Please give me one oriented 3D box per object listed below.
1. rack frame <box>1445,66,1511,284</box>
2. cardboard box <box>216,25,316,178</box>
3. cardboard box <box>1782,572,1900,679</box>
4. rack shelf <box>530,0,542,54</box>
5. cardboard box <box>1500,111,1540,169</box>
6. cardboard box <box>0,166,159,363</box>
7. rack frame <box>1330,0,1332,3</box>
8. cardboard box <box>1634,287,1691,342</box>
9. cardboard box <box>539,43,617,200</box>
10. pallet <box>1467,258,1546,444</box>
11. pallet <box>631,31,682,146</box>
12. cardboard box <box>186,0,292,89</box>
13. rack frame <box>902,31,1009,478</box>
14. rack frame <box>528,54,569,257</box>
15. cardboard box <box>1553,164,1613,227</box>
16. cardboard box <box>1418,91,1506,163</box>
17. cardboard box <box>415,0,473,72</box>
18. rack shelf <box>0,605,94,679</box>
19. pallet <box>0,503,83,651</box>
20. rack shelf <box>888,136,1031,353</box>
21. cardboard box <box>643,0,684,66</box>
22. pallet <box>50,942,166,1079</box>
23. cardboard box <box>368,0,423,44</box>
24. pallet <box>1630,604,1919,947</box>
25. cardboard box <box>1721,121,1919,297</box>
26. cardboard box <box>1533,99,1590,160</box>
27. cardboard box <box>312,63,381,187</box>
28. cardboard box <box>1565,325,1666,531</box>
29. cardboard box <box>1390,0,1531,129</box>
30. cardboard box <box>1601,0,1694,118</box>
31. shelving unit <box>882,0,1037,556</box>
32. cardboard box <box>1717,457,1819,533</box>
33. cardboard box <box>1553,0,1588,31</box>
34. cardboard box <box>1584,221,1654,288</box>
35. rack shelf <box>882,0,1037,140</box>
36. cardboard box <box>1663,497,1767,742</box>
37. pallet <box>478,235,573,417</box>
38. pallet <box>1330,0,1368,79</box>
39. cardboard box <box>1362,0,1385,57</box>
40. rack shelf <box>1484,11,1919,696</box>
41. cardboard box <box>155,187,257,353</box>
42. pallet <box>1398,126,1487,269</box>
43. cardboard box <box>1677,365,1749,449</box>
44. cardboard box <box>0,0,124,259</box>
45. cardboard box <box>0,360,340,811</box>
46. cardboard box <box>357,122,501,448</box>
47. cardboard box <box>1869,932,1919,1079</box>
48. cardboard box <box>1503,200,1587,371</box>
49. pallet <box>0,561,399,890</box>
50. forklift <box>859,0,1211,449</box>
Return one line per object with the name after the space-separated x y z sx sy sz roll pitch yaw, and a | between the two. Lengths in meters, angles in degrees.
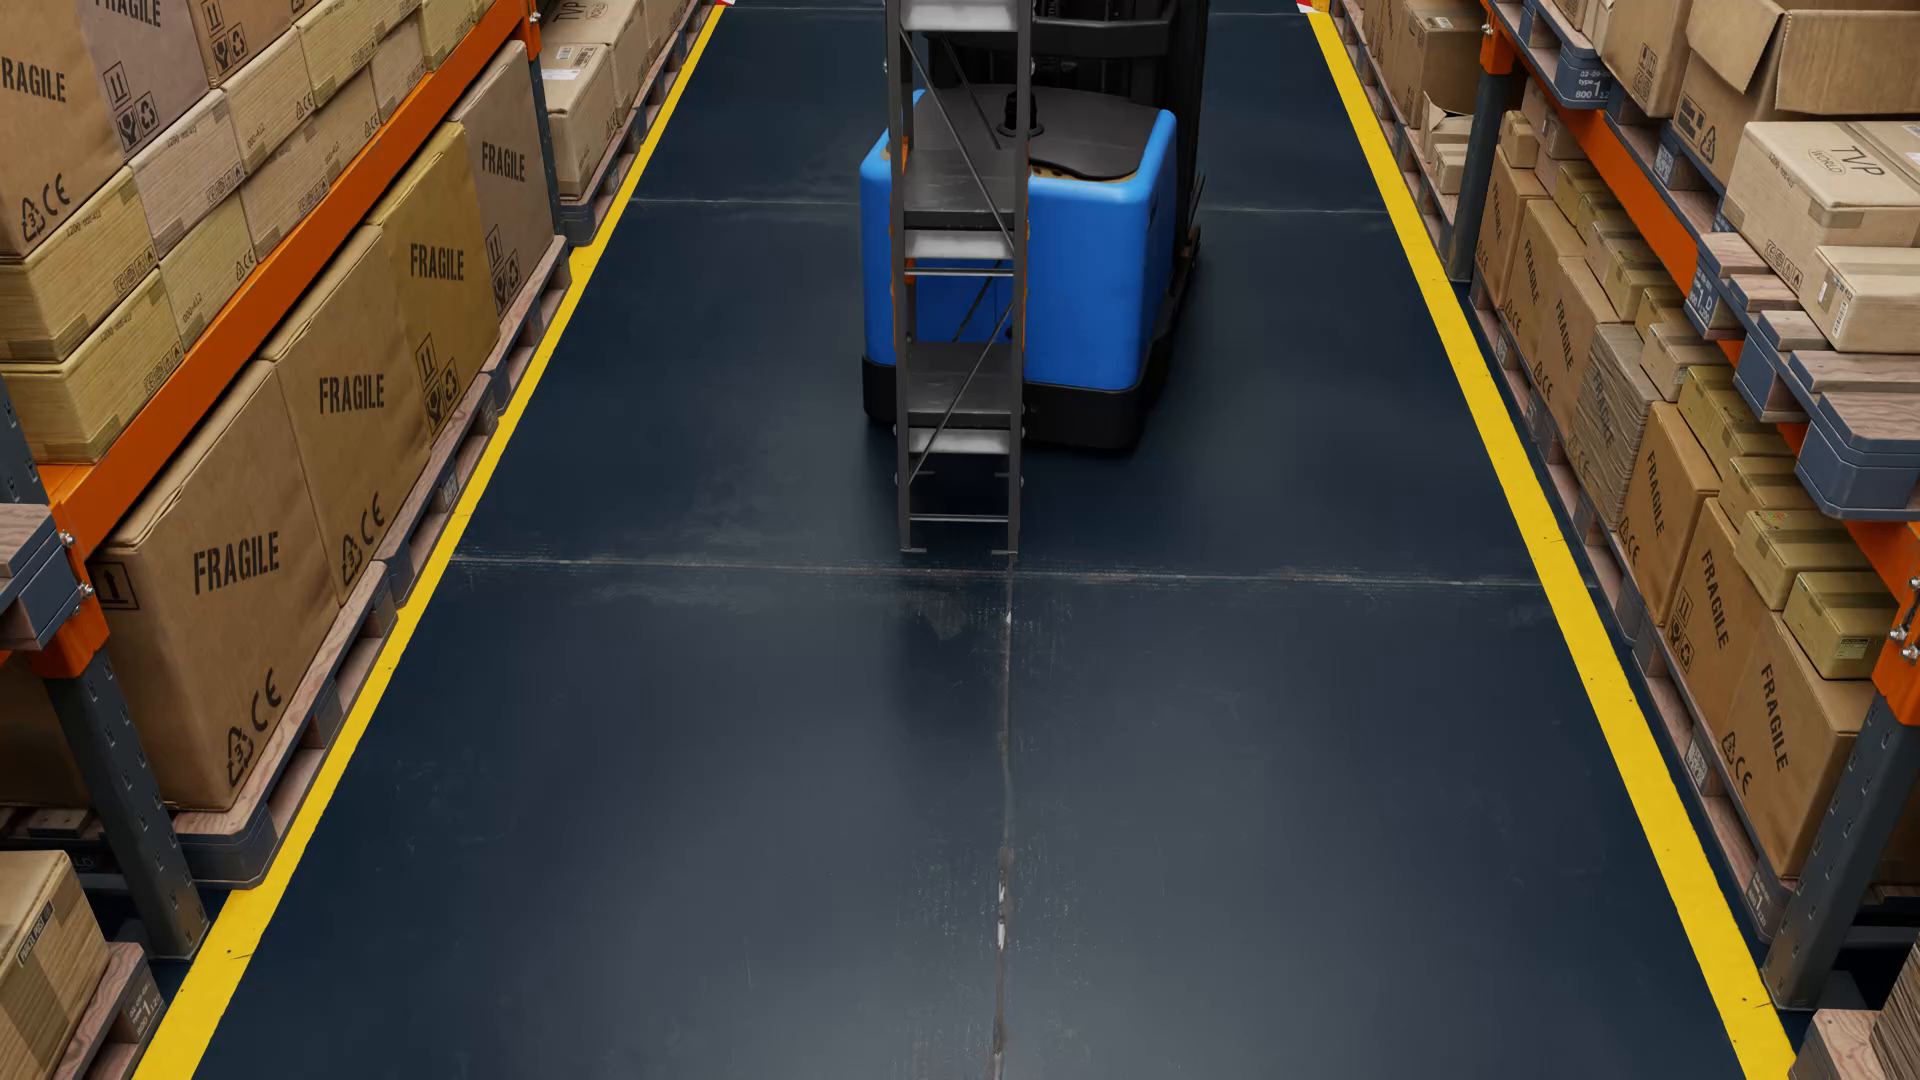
2.673 -2.386 6.536 1.000 3.000 0.127 1 35 2 | rack frame
-2.127 -1.212 4.562 0.500 0.250 0.500 1 35 2 | cardboard box
2.279 0.208 4.090 0.380 0.149 0.250 0 35 0 | cardboard box
-2.207 -3.353 8.538 1.077 0.370 4.000 1 35 2 | rack shelf
2.392 -1.601 6.663 0.380 0.149 0.250 3 35 4 | cardboard box
-2.181 -0.629 3.732 0.500 0.250 0.500 1 35 2 | cardboard box
2.833 -4.684 9.806 1.000 3.000 0.127 1 35 2 | rack frame
2.421 -0.693 5.372 0.380 0.149 0.250 1 35 2 | cardboard box
-2.155 -1.980 7.822 0.875 0.438 0.875 1 35 1 | cardboard box
2.678 -0.777 6.672 1.003 0.211 1.213 1 35 2 | pallet
-2.132 -2.496 9.117 1.003 0.211 1.213 1 35 2 | pallet
-2.137 -1.510 4.334 0.500 0.500 0.500 2 35 3 | cardboard box
0.016 -1.094 5.481 0.400 2.100 0.015 1 35 2 | rack frame
-2.287 -2.499 6.697 1.000 3.000 0.127 1 35 2 | rack frame
2.460 -1.292 6.224 0.380 0.149 0.250 0 35 -1 | cardboard box
2.416 -1.971 7.959 0.396 0.266 0.258 3 35 4 | cardboard box
-2.075 -1.881 5.948 0.500 0.250 0.500 1 35 1 | cardboard box
-2.528 1.243 1.998 1.077 0.370 4.000 1 35 2 | rack shelf
-2.370 0.290 2.896 1.213 0.211 1.003 1 35 2 | pallet
0.007 -0.943 5.289 0.431 0.518 0.480 1 35 2 | rack shelf
-2.082 -3.013 9.291 0.875 0.438 0.875 2 35 3 | cardboard box
-2.481 1.389 3.590 1.003 0.211 1.213 1 35 2 | pallet
-2.089 -1.798 5.395 0.500 0.250 0.500 2 35 3 | cardboard box
2.580 0.625 4.677 1.003 0.211 1.213 1 35 2 | pallet
2.231 -0.812 4.062 0.500 0.250 0.500 0 35 0 | cardboard box
2.430 -1.572 6.364 0.380 0.149 0.250 0 35 0 | cardboard box
-2.131 -1.295 5.114 0.500 0.250 0.500 1 35 2 | cardboard box
2.365 -0.372 5.479 0.500 0.500 0.500 0 35 0 | cardboard box
2.599 -2.398 8.361 0.700 0.500 0.500 0 35 0 | cardboard box
2.377 -1.578 4.934 0.700 0.500 0.500 1 35 2 | cardboard box
0.007 -0.954 5.282 0.431 2.100 0.503 1 35 2 | shelving unit
2.313 -0.100 4.528 0.380 0.149 0.250 0 35 0 | cardboard box
2.409 -2.029 5.576 0.700 0.500 0.500 2 35 2 | cardboard box
2.415 -0.992 5.797 0.380 0.149 0.250 1 35 2 | cardboard box
0.007 -1.516 4.887 0.431 0.518 0.480 1 35 2 | rack shelf
2.345 0.228 4.626 0.500 0.500 0.500 1 35 1 | cardboard box
-2.243 -0.913 6.865 1.003 0.211 1.213 1 35 2 | pallet
2.799 -3.042 9.894 1.003 0.211 1.213 1 35 2 | pallet
2.641 -2.994 9.210 0.700 0.500 0.500 3 35 4 | cardboard box
2.592 -0.943 5.108 1.077 0.370 4.000 1 35 2 | rack shelf
-2.174 -0.710 4.282 0.500 0.250 0.500 0 35 1 | cardboard box
2.701 -1.640 7.900 1.003 0.211 1.213 1 35 2 | pallet
2.379 -0.394 4.946 0.380 0.149 0.250 1 35 1 | cardboard box
-2.184 -0.928 3.505 0.500 0.500 0.500 0 35 0 | cardboard box
-2.337 0.102 4.479 0.875 0.875 0.875 1 35 1 | cardboard box
-2.261 -0.924 5.939 0.875 0.875 0.875 2 35 3 | cardboard box
2.473 1.070 3.319 0.875 0.625 0.625 2 35 3 | cardboard box
2.417 -0.956 6.311 0.500 0.500 0.500 1 35 1 | cardboard box
-2.341 0.489 4.870 1.003 0.211 1.213 1 35 2 | pallet
0.470 -2.377 6.582 1.130 2.935 3.031 8 36 11 | forklift
